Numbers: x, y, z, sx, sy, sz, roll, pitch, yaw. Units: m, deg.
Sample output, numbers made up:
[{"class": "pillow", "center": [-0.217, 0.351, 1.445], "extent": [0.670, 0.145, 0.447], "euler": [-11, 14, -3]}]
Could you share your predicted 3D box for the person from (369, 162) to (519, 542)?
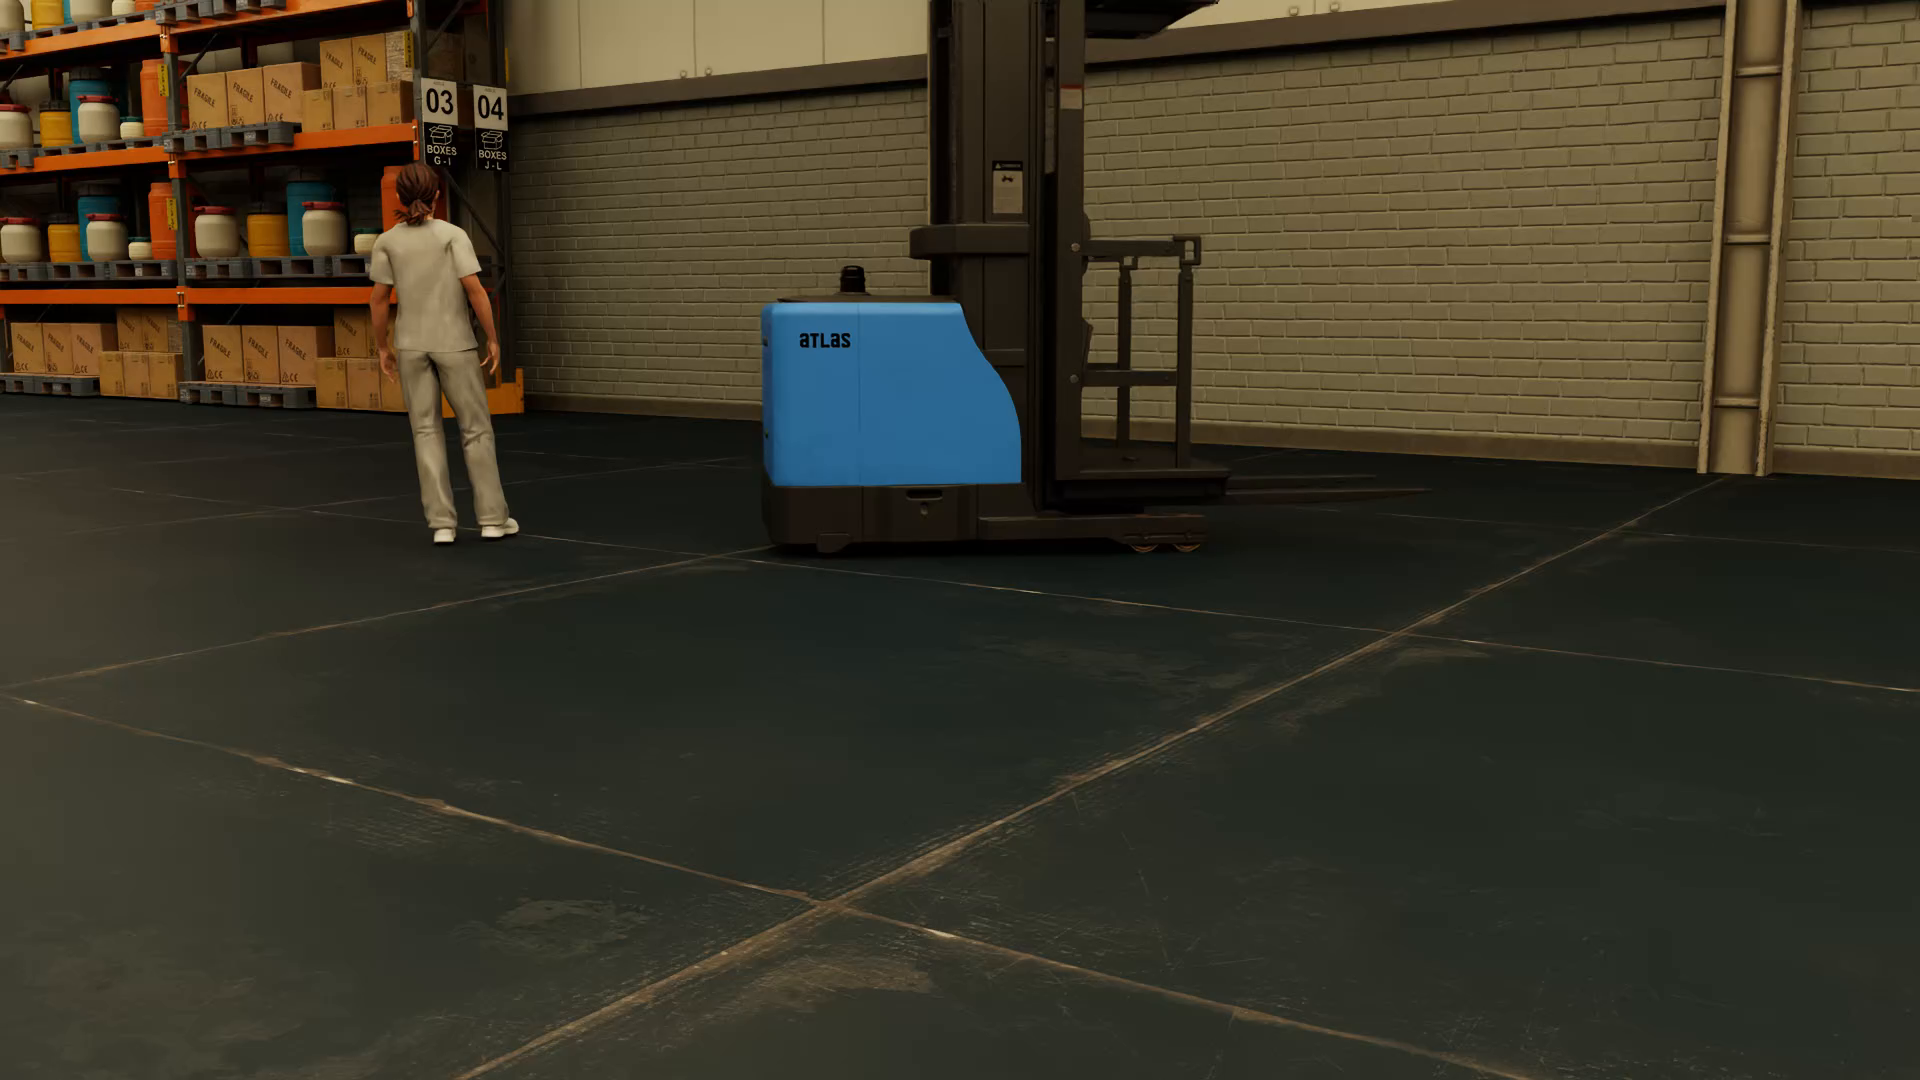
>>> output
[{"class": "person", "center": [-2.324, -0.830, 7.445], "extent": [0.543, 1.675, 0.550], "euler": [0, 8, -3]}]

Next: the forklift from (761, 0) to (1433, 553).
[{"class": "forklift", "center": [0.624, -1.469, 7.521], "extent": [3.031, 2.935, 1.130], "euler": [-1, 8, -9]}]
